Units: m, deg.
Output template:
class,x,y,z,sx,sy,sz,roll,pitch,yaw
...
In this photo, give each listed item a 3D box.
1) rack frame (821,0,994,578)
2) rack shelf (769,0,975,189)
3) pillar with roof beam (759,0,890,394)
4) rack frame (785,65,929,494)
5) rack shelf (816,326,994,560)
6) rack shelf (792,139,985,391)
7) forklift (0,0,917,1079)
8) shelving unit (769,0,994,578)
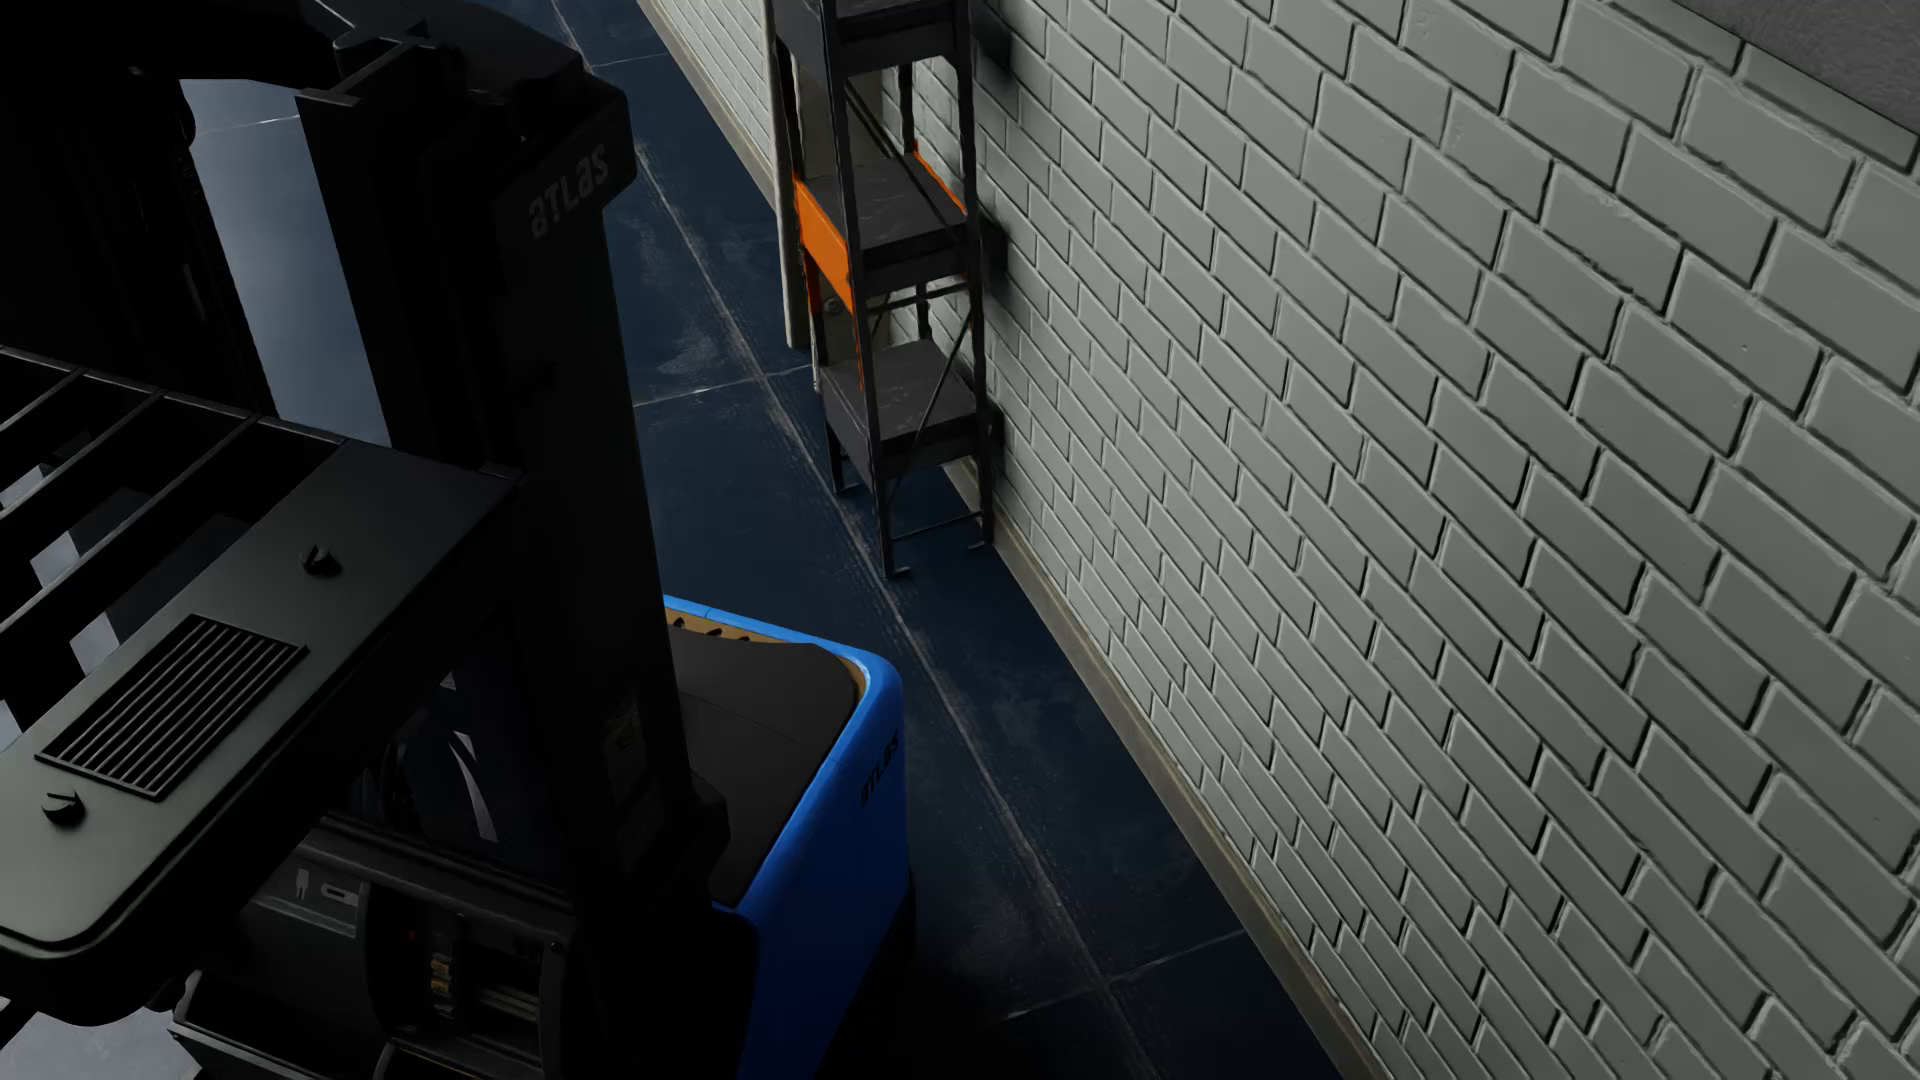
class,x,y,z,sx,sy,sz,roll,pitch,yaw
rack frame,-0.122,-0.714,4.945,0.400,2.100,0.015,-18,44,-15
rack shelf,-0.252,-1.370,4.657,0.431,0.518,0.480,-18,44,-15
pillar with roof beam,-4.456,-3.056,2.402,9.100,9.000,0.400,-15,43,-17
rack frame,-0.314,-1.006,5.285,0.400,2.100,0.015,-18,44,-15
rack shelf,-0.182,-0.330,5.592,0.431,0.518,0.480,-18,44,-15
rack shelf,-0.217,-0.850,5.124,0.431,0.518,0.480,-18,44,-15
forklift,-1.126,0.755,2.623,1.130,2.935,3.031,14,43,16
shelving unit,-0.218,-0.860,5.115,0.431,2.100,0.503,-18,44,-15
